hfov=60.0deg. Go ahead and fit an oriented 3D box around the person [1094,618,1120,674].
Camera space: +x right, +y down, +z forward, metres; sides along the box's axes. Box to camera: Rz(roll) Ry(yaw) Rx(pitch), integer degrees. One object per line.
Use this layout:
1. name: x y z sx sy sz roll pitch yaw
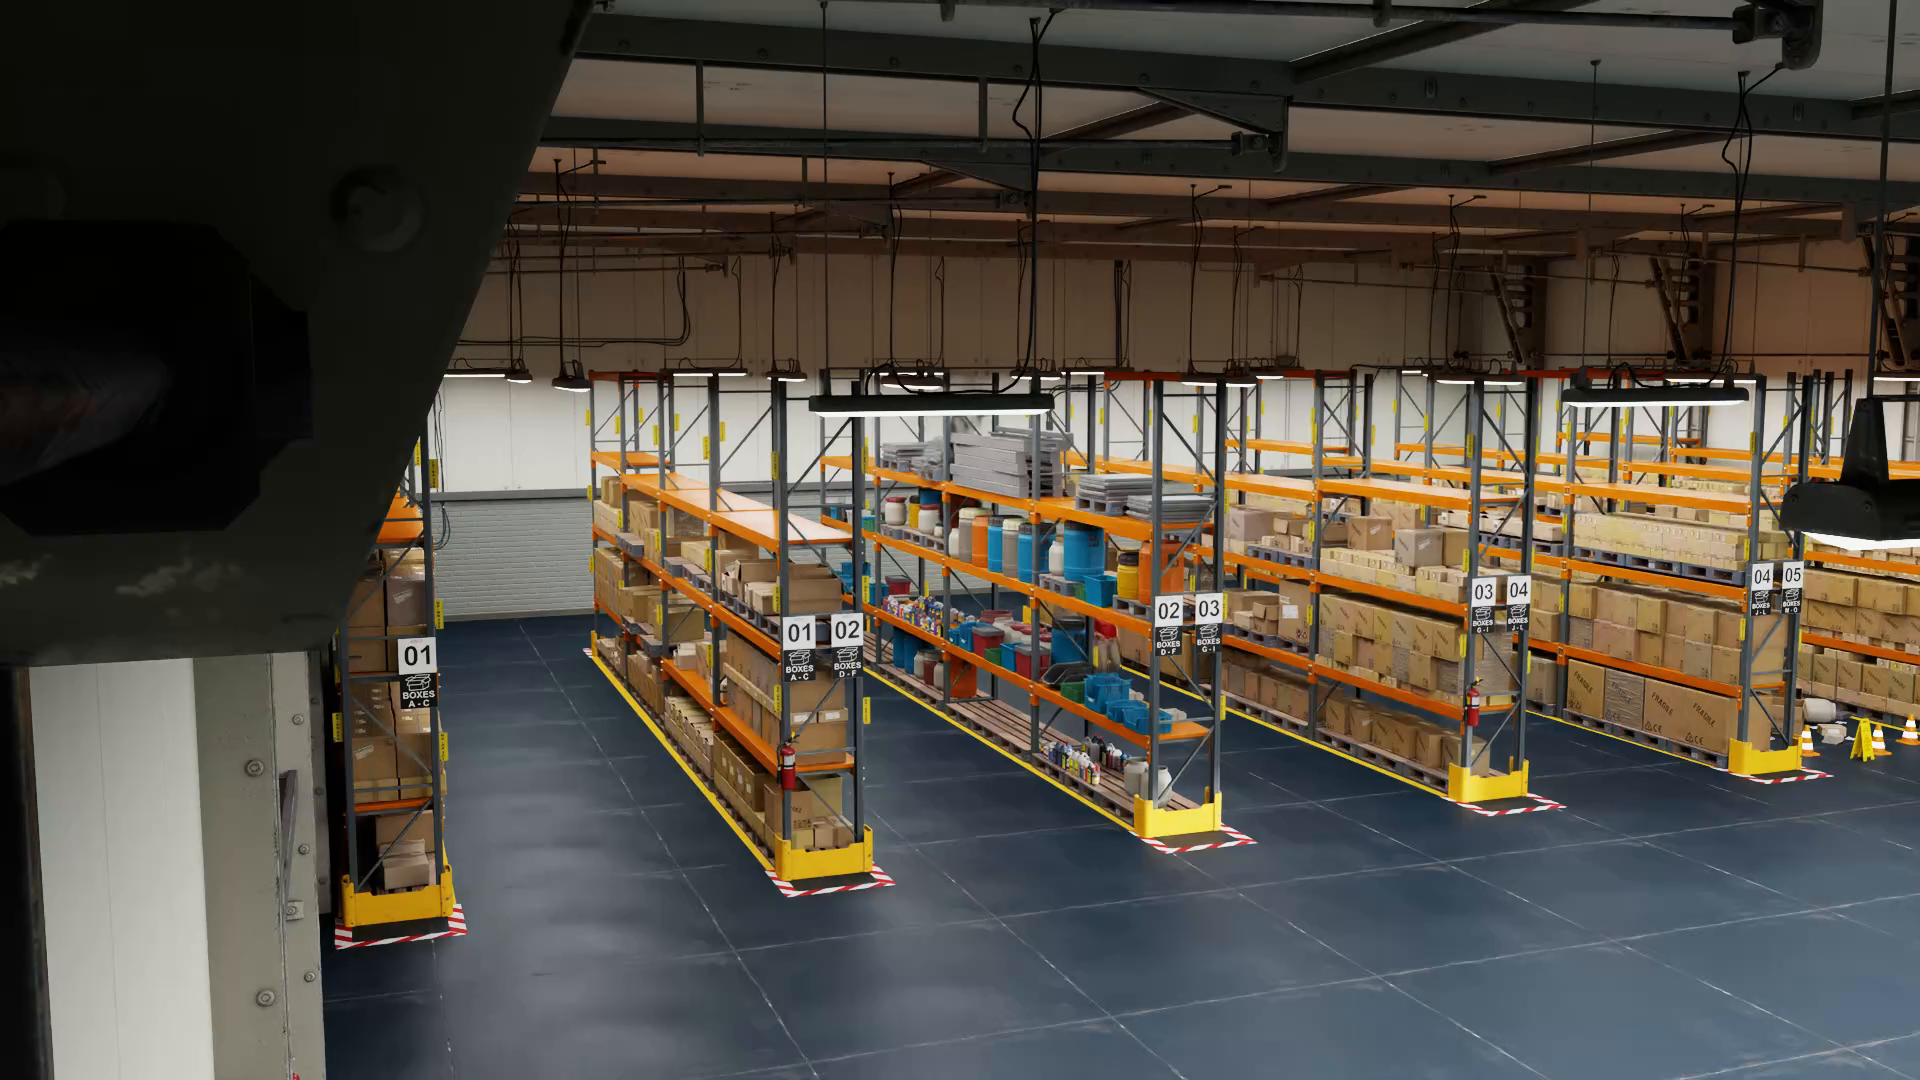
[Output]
1. person: 2.643 1.893 29.815 0.638 1.743 0.559 -3 7 -23
